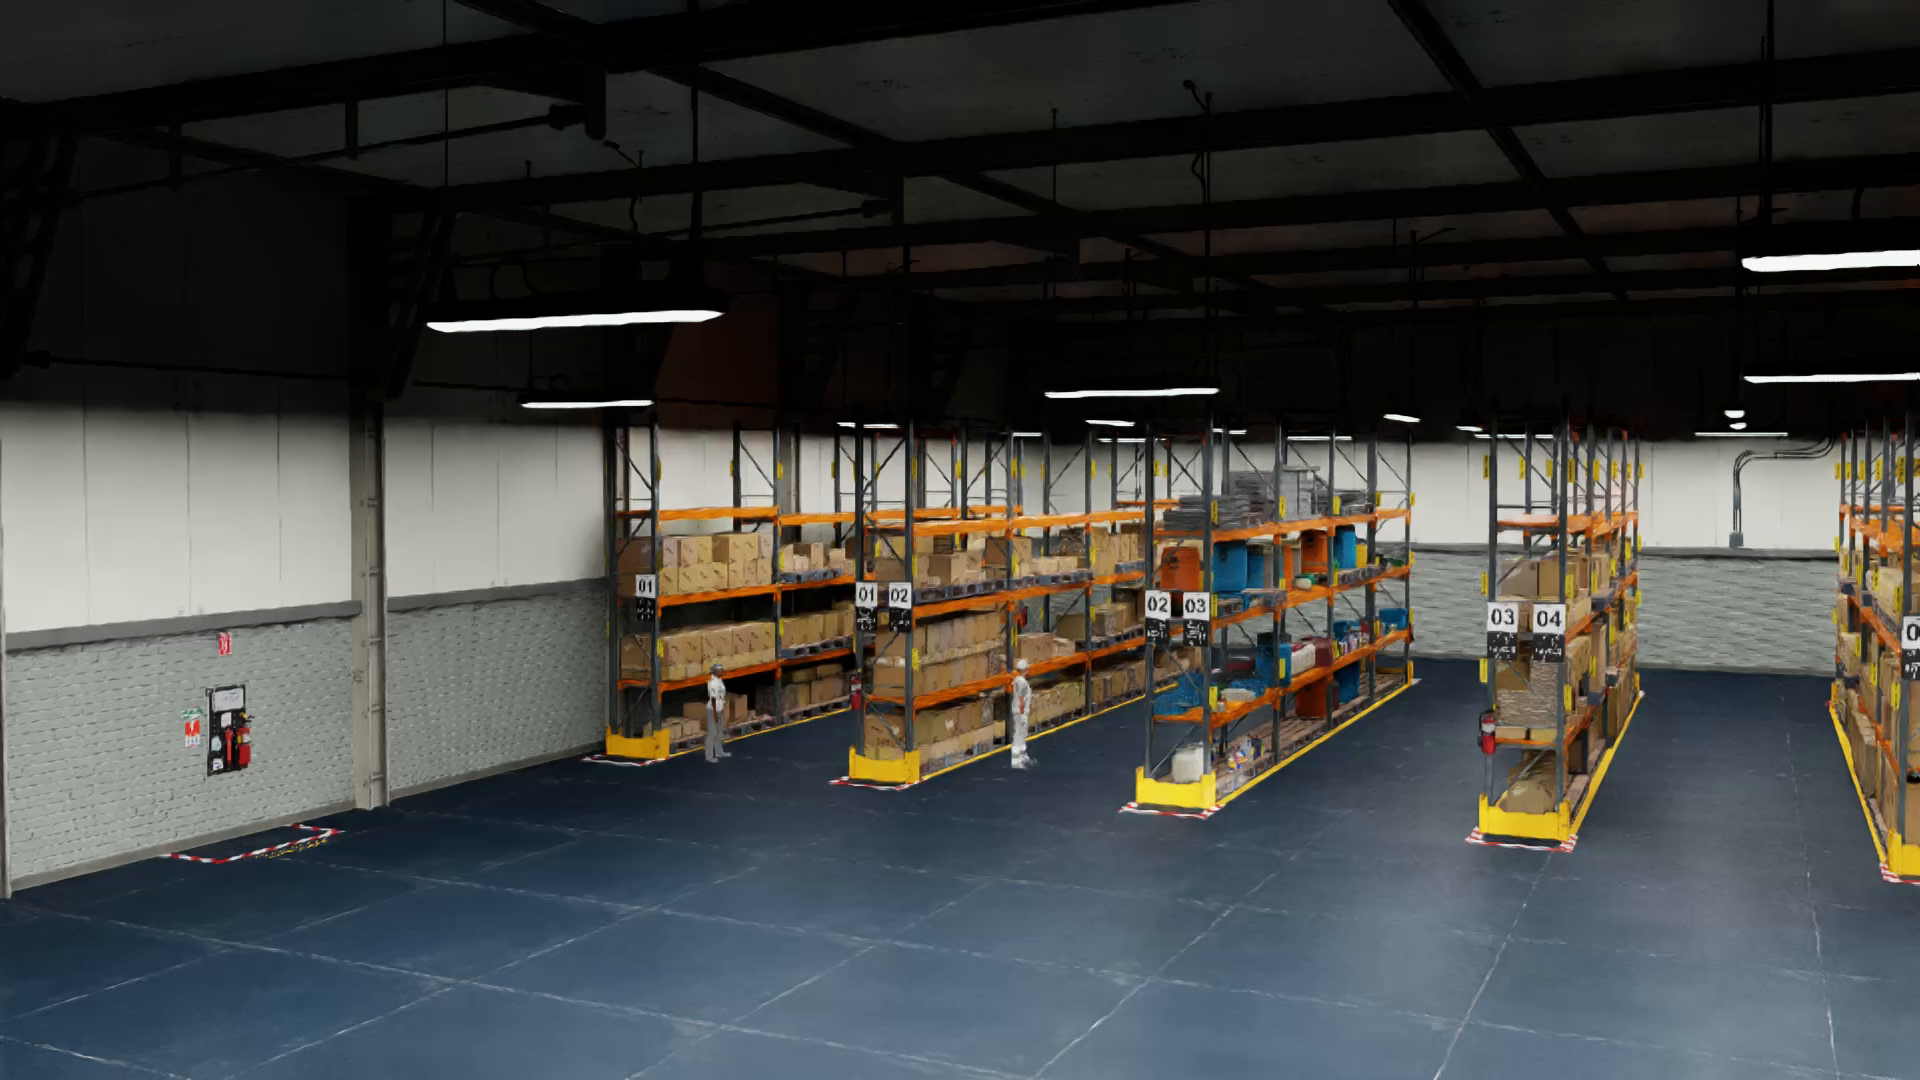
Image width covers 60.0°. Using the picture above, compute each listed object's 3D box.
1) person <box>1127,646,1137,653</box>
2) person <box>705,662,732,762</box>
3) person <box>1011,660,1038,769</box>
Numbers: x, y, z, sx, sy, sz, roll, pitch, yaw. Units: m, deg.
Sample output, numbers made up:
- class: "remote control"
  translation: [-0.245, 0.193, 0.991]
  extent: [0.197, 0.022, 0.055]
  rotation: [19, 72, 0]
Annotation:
- class: "person"
  translation: [4.683, 2.269, 45.720]
  extent: [0.446, 1.590, 1.110]
  rotation: [1, 3, 28]
- class: "person"
  translation: [-4.170, 2.945, 28.642]
  extent: [0.440, 1.683, 0.551]
  rotation: [0, 2, -2]
- class: "person"
  translation: [1.083, 2.911, 27.932]
  extent: [0.468, 1.794, 0.625]
  rotation: [0, 2, -1]
